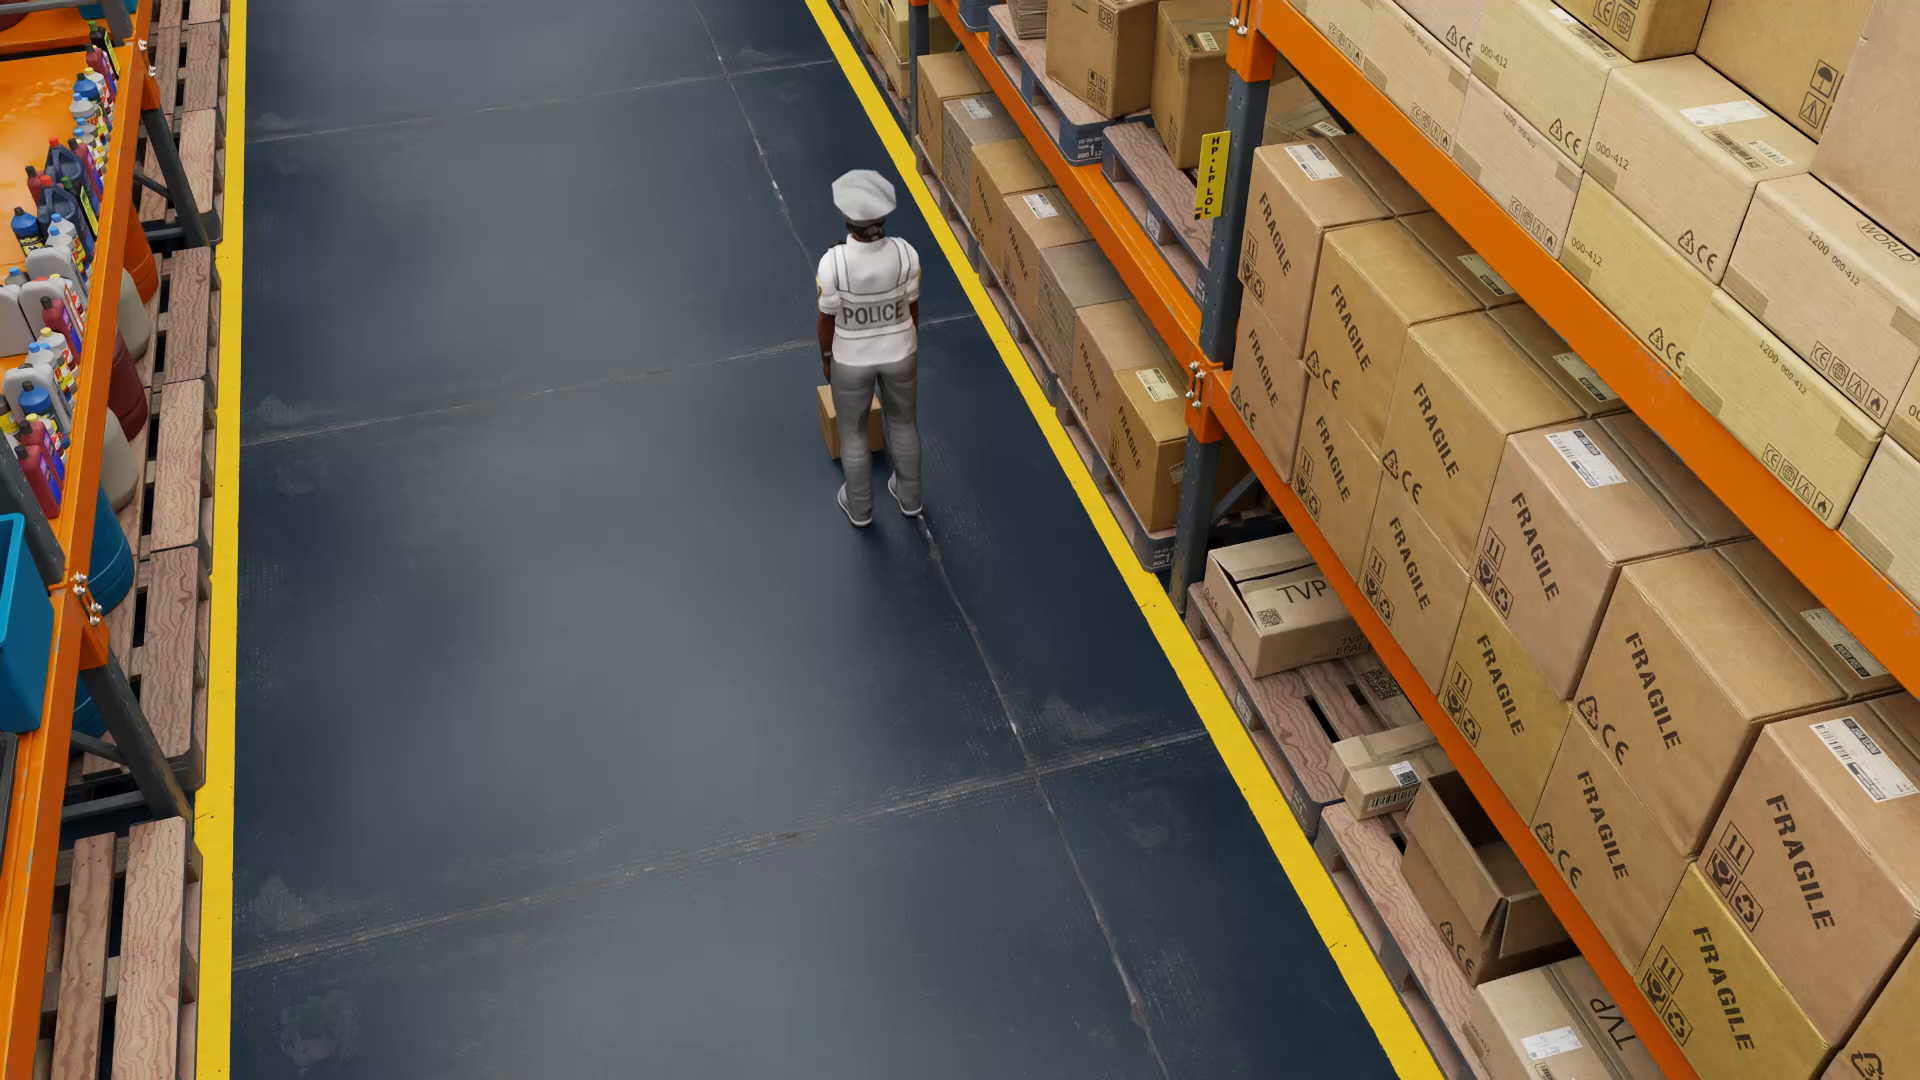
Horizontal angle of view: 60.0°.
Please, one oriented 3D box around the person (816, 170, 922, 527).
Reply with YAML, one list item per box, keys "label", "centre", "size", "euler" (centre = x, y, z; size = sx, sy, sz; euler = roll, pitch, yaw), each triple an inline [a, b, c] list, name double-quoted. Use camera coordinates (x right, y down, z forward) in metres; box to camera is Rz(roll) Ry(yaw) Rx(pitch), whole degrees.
- label: "person"
  centre: [-0.383, -0.783, 7.003]
  size: [0.435, 1.686, 0.340]
  euler: [-11, 44, -12]
